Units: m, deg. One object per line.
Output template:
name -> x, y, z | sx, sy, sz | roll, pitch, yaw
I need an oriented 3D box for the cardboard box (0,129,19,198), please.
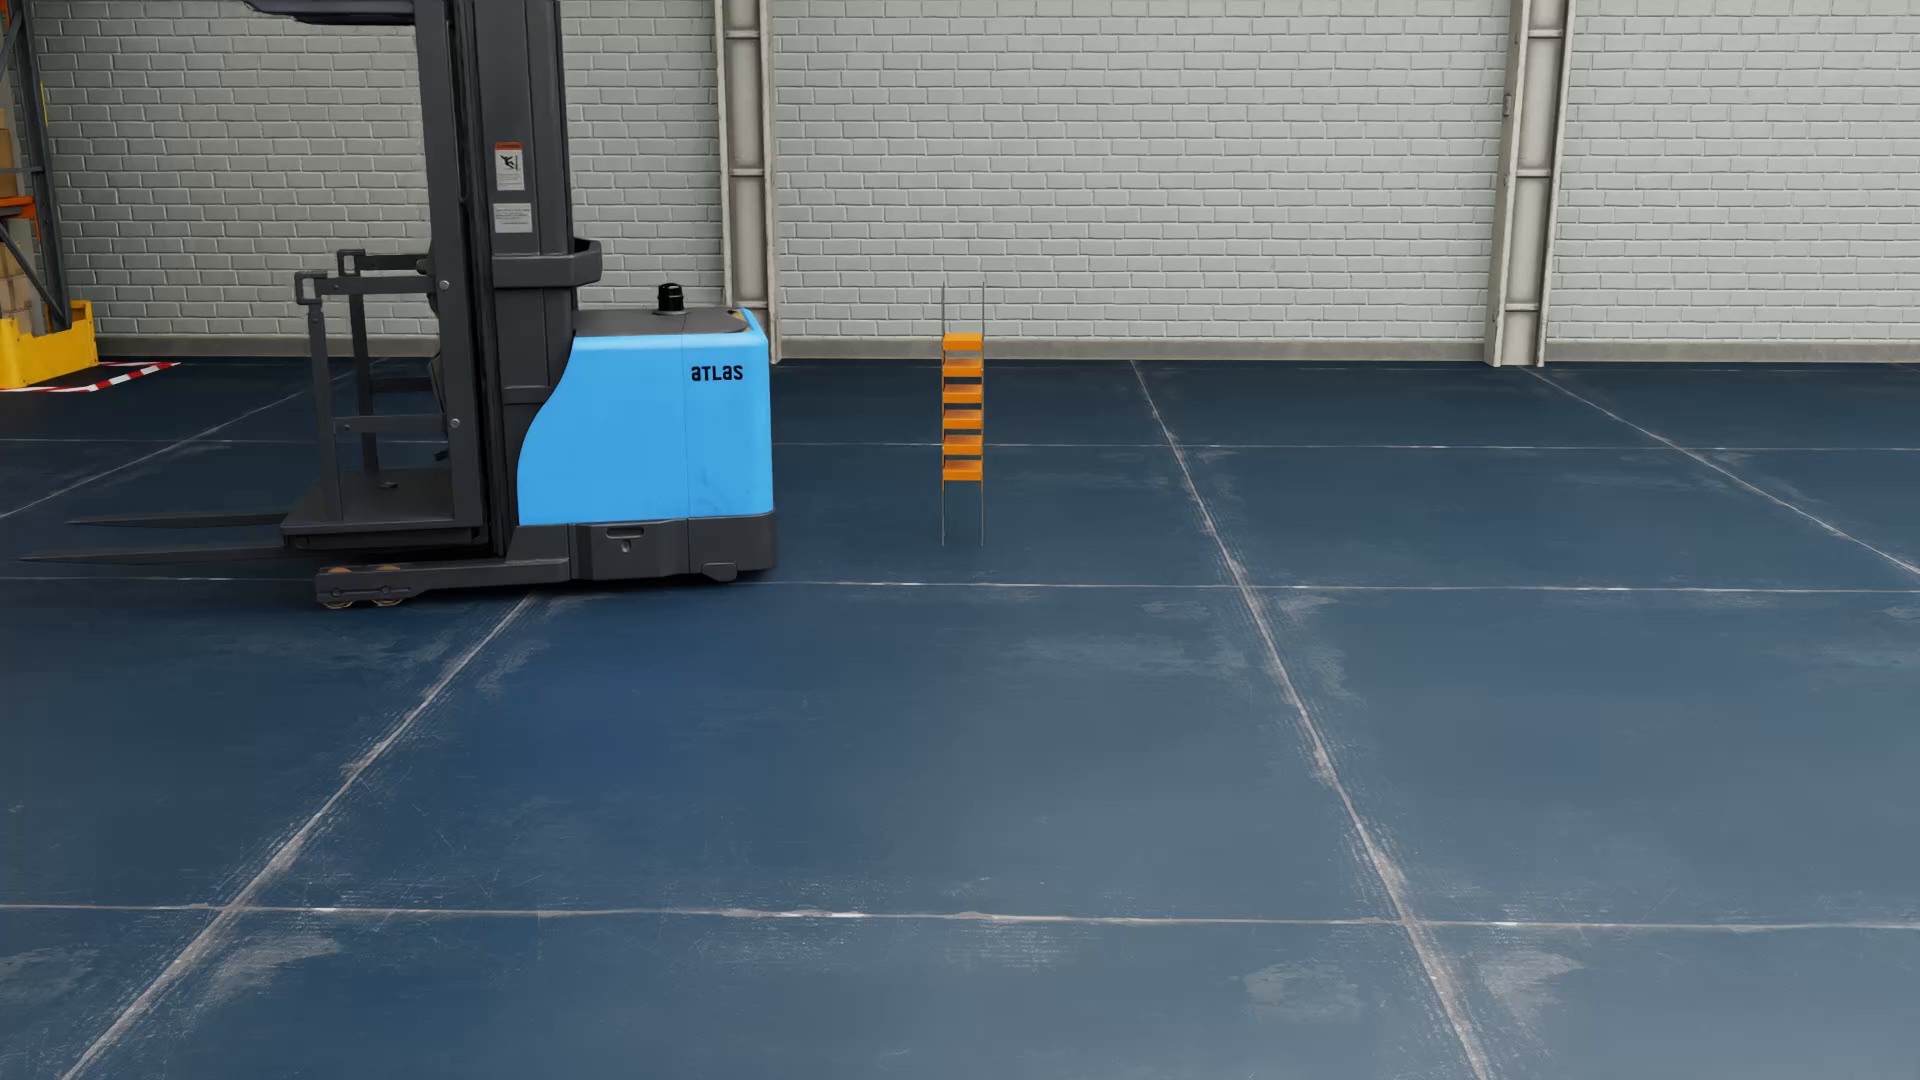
cardboard box -> -7.450, -2.809, 12.411 | 0.500, 0.500, 0.500 | 1, 15, 3

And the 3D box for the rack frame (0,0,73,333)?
rack frame -> -6.962, -2.687, 12.143 | 0.127, 3.000, 1.000 | 0, 15, 1

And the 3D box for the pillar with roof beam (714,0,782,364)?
pillar with roof beam -> -1.747, -4.685, 7.957 | 0.400, 9.000, 9.100 | 0, 15, 1

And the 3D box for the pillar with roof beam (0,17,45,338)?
pillar with roof beam -> -7.745, -4.724, 8.105 | 0.400, 9.000, 9.100 | 0, 15, 1

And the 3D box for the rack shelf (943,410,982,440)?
rack shelf -> 0.014, -0.537, 7.698 | 0.180, 0.103, 0.258 | 0, 15, 1

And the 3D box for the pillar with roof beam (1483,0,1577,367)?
pillar with roof beam -> 4.251, -4.646, 7.809 | 0.400, 9.000, 9.100 | 0, 15, 1

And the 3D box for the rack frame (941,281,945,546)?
rack frame -> -0.077, -0.581, 7.689 | 0.006, 1.200, 0.240 | 0, 15, 1

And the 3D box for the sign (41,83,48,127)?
sign -> -6.942, -3.285, 12.559 | 0.005, 0.325, 0.100 | 0, 15, 1

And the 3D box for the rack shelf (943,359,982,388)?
rack shelf -> 0.014, -0.769, 7.637 | 0.180, 0.103, 0.258 | 0, 15, 1

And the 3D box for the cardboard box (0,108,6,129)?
cardboard box -> -7.295, -3.117, 12.307 | 0.250, 0.149, 0.380 | 0, 15, 0

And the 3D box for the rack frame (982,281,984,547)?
rack frame -> 0.106, -0.579, 7.684 | 0.006, 1.200, 0.240 | 0, 15, 1

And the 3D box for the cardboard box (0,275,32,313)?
cardboard box -> -7.427, -1.858, 12.589 | 0.500, 0.250, 0.500 | 1, 15, 2

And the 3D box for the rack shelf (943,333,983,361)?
rack shelf -> 0.014, -0.885, 7.606 | 0.180, 0.103, 0.258 | 0, 15, 1

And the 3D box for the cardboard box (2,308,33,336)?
cardboard box -> -7.448, -1.613, 12.642 | 0.500, 0.250, 0.500 | 0, 15, 2

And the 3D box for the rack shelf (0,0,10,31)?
rack shelf -> -8.961, -3.802, 11.902 | 4.000, 0.370, 1.077 | 0, 15, 1

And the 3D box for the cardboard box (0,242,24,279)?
cardboard box -> -7.438, -2.095, 12.508 | 0.500, 0.250, 0.500 | 0, 15, 1

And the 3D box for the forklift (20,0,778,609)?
forklift -> -2.355, -1.282, 6.954 | 3.031, 2.935, 1.130 | -3, 15, -11

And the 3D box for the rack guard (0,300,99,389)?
rack guard -> -6.938, -1.478, 12.462 | 0.348, 0.500, 1.175 | 0, 15, 1

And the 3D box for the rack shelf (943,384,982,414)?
rack shelf -> 0.014, -0.653, 7.667 | 0.180, 0.103, 0.258 | 0, 15, 1

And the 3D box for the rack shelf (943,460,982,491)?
rack shelf -> 0.014, -0.305, 7.759 | 0.180, 0.103, 0.258 | 0, 15, 1

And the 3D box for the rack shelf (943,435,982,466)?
rack shelf -> 0.014, -0.421, 7.729 | 0.180, 0.103, 0.258 | 0, 15, 1

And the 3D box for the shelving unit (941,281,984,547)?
shelving unit -> 0.014, -0.580, 7.687 | 0.189, 1.200, 0.258 | 0, 15, 1

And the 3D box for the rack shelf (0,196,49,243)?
rack shelf -> -8.961, -2.352, 12.285 | 4.000, 0.370, 1.077 | 0, 15, 1
